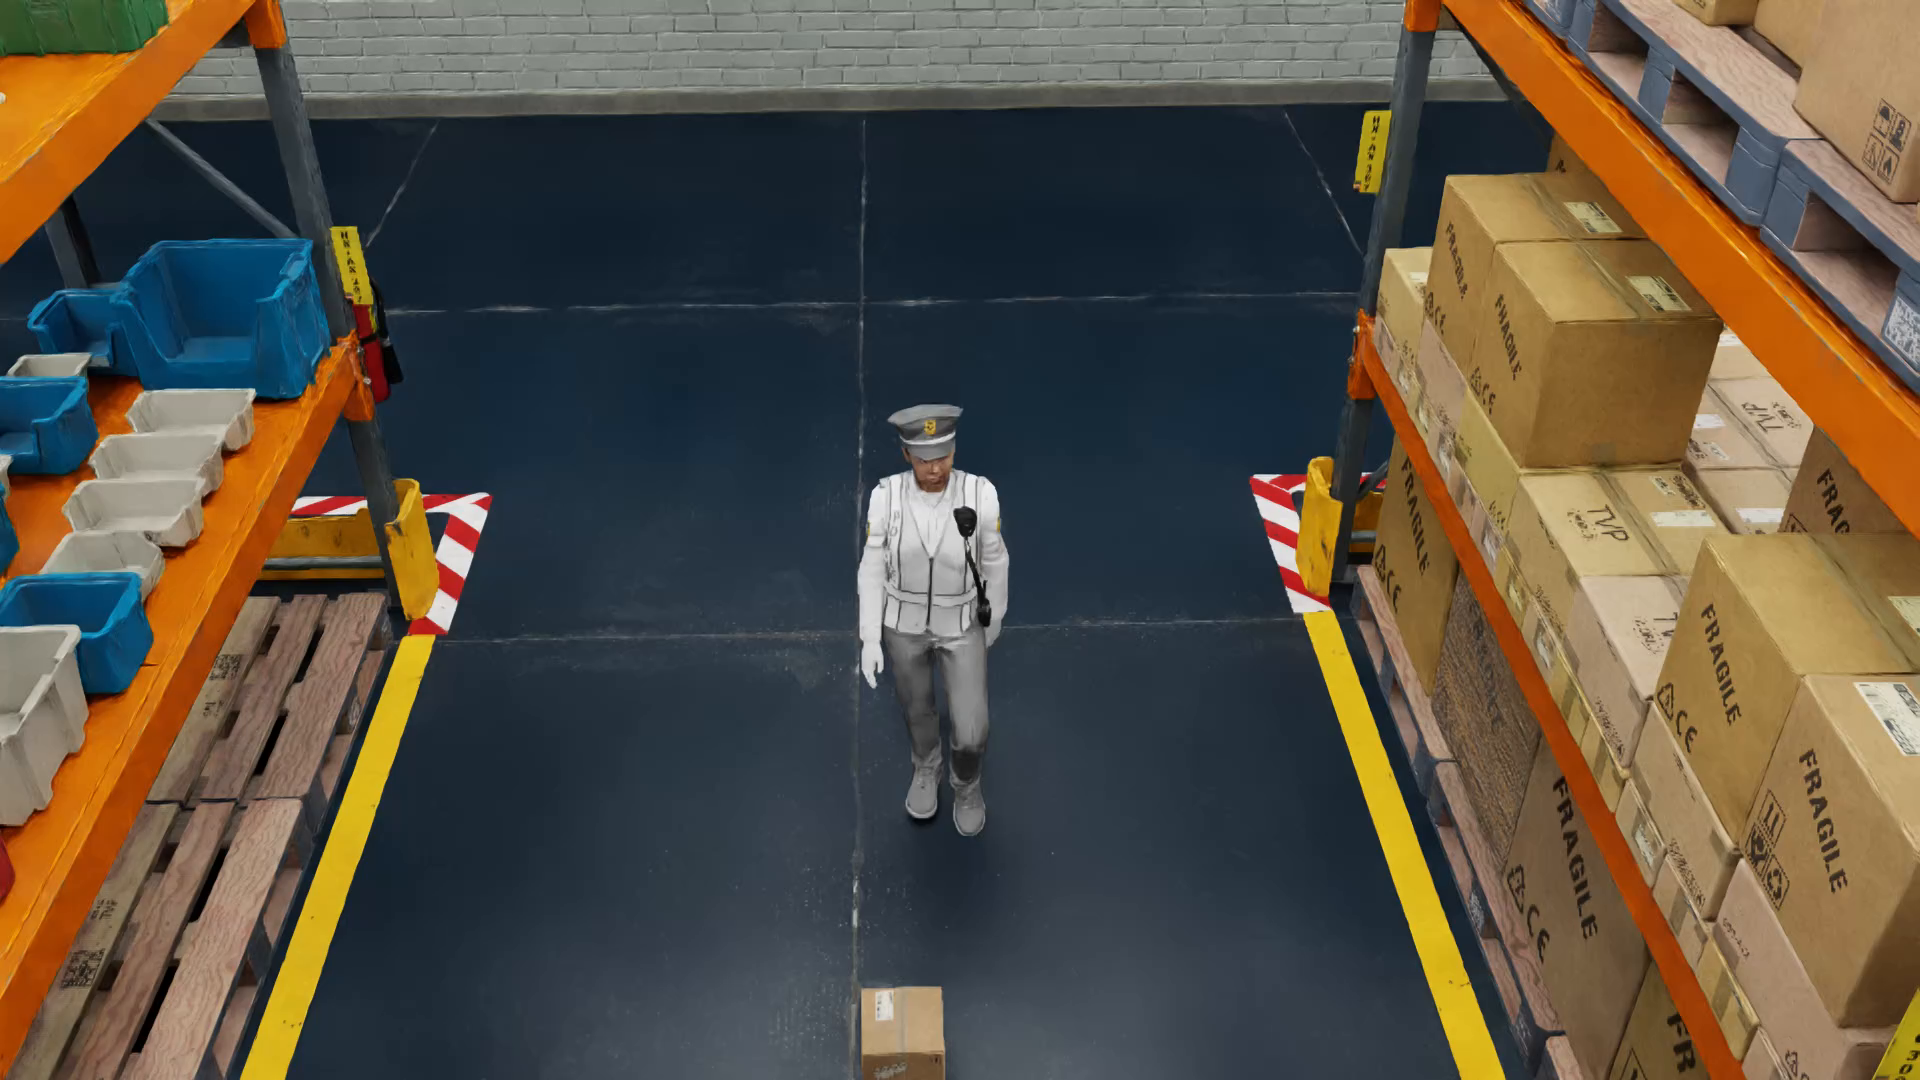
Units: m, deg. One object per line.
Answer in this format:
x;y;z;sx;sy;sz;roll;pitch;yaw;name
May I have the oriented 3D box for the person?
-0.094;0.318;5.666;0.501;1.726;0.449;3;36;5;person
